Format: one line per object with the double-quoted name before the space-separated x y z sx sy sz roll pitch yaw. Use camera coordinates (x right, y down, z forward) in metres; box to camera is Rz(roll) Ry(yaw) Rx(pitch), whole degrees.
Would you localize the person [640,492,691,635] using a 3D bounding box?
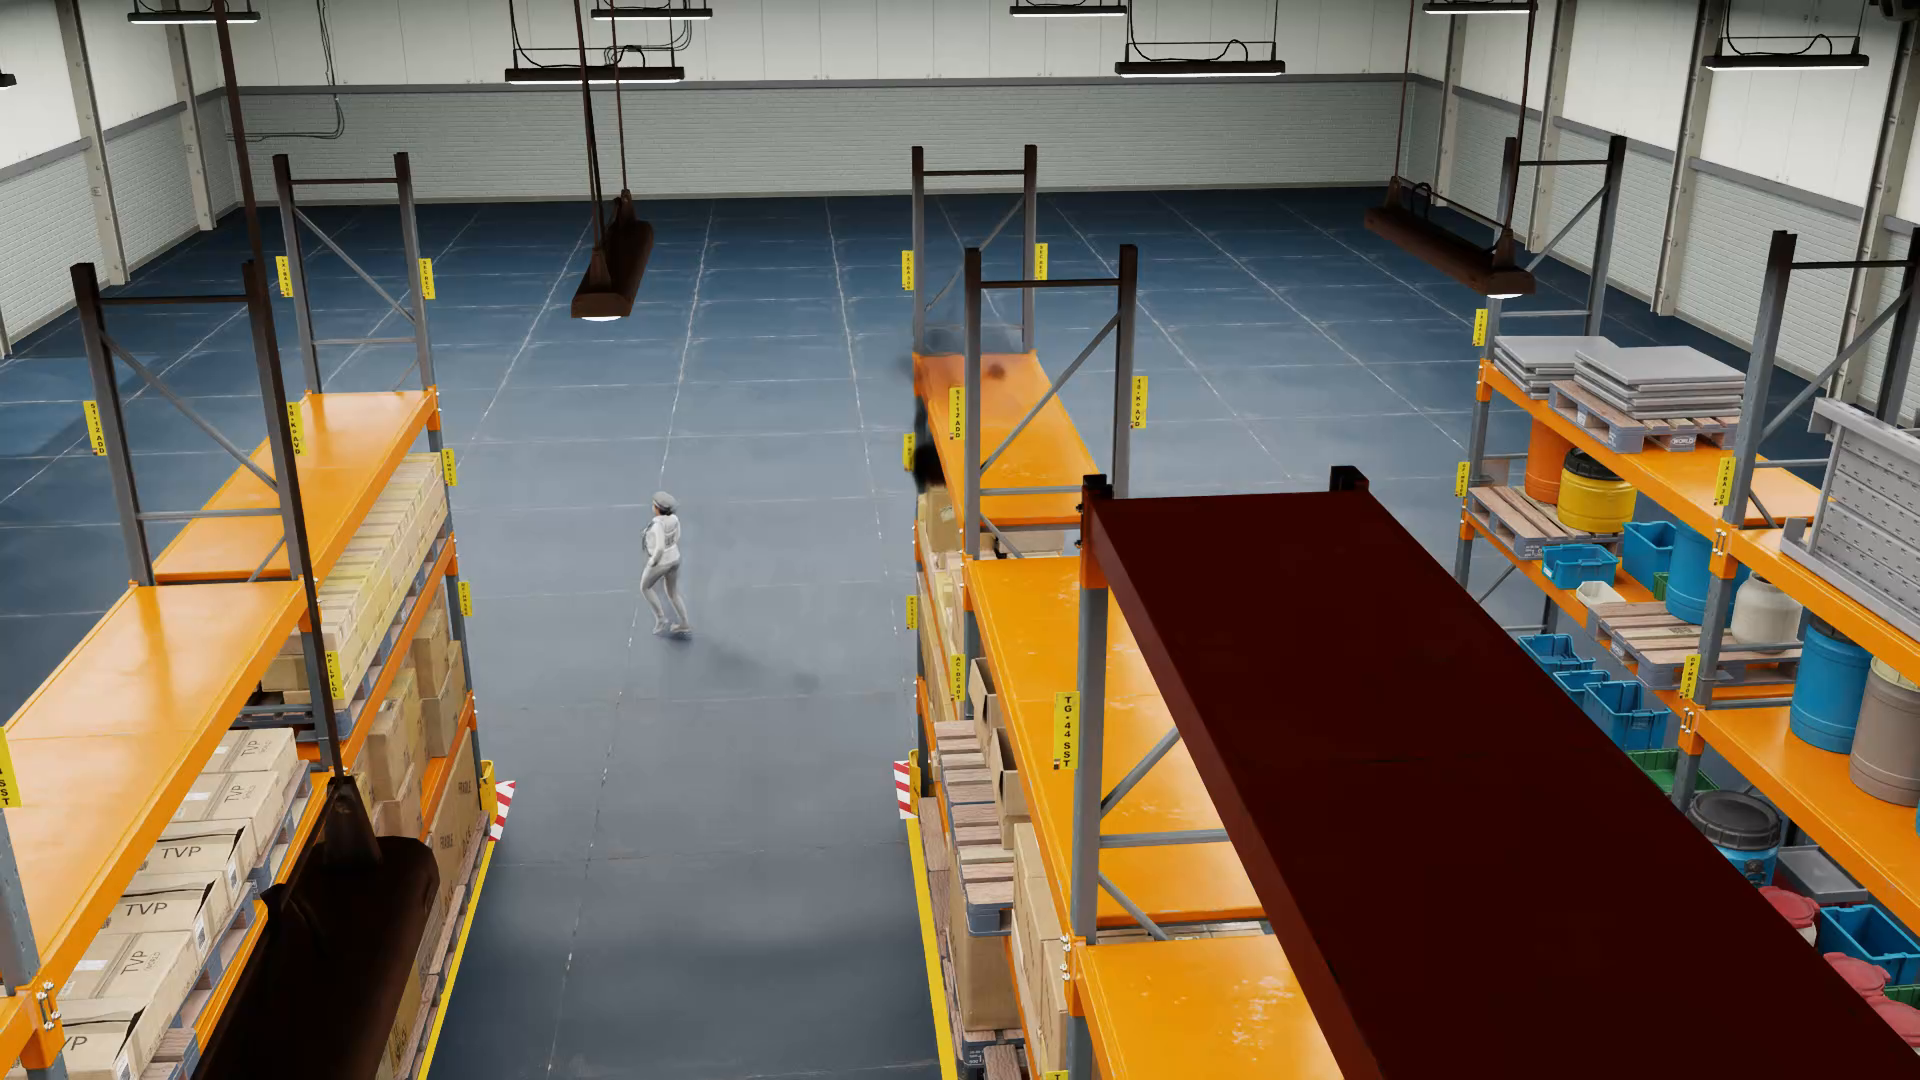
"person" -3.355 0.276 18.670 0.659 1.729 0.592 13 25 30
